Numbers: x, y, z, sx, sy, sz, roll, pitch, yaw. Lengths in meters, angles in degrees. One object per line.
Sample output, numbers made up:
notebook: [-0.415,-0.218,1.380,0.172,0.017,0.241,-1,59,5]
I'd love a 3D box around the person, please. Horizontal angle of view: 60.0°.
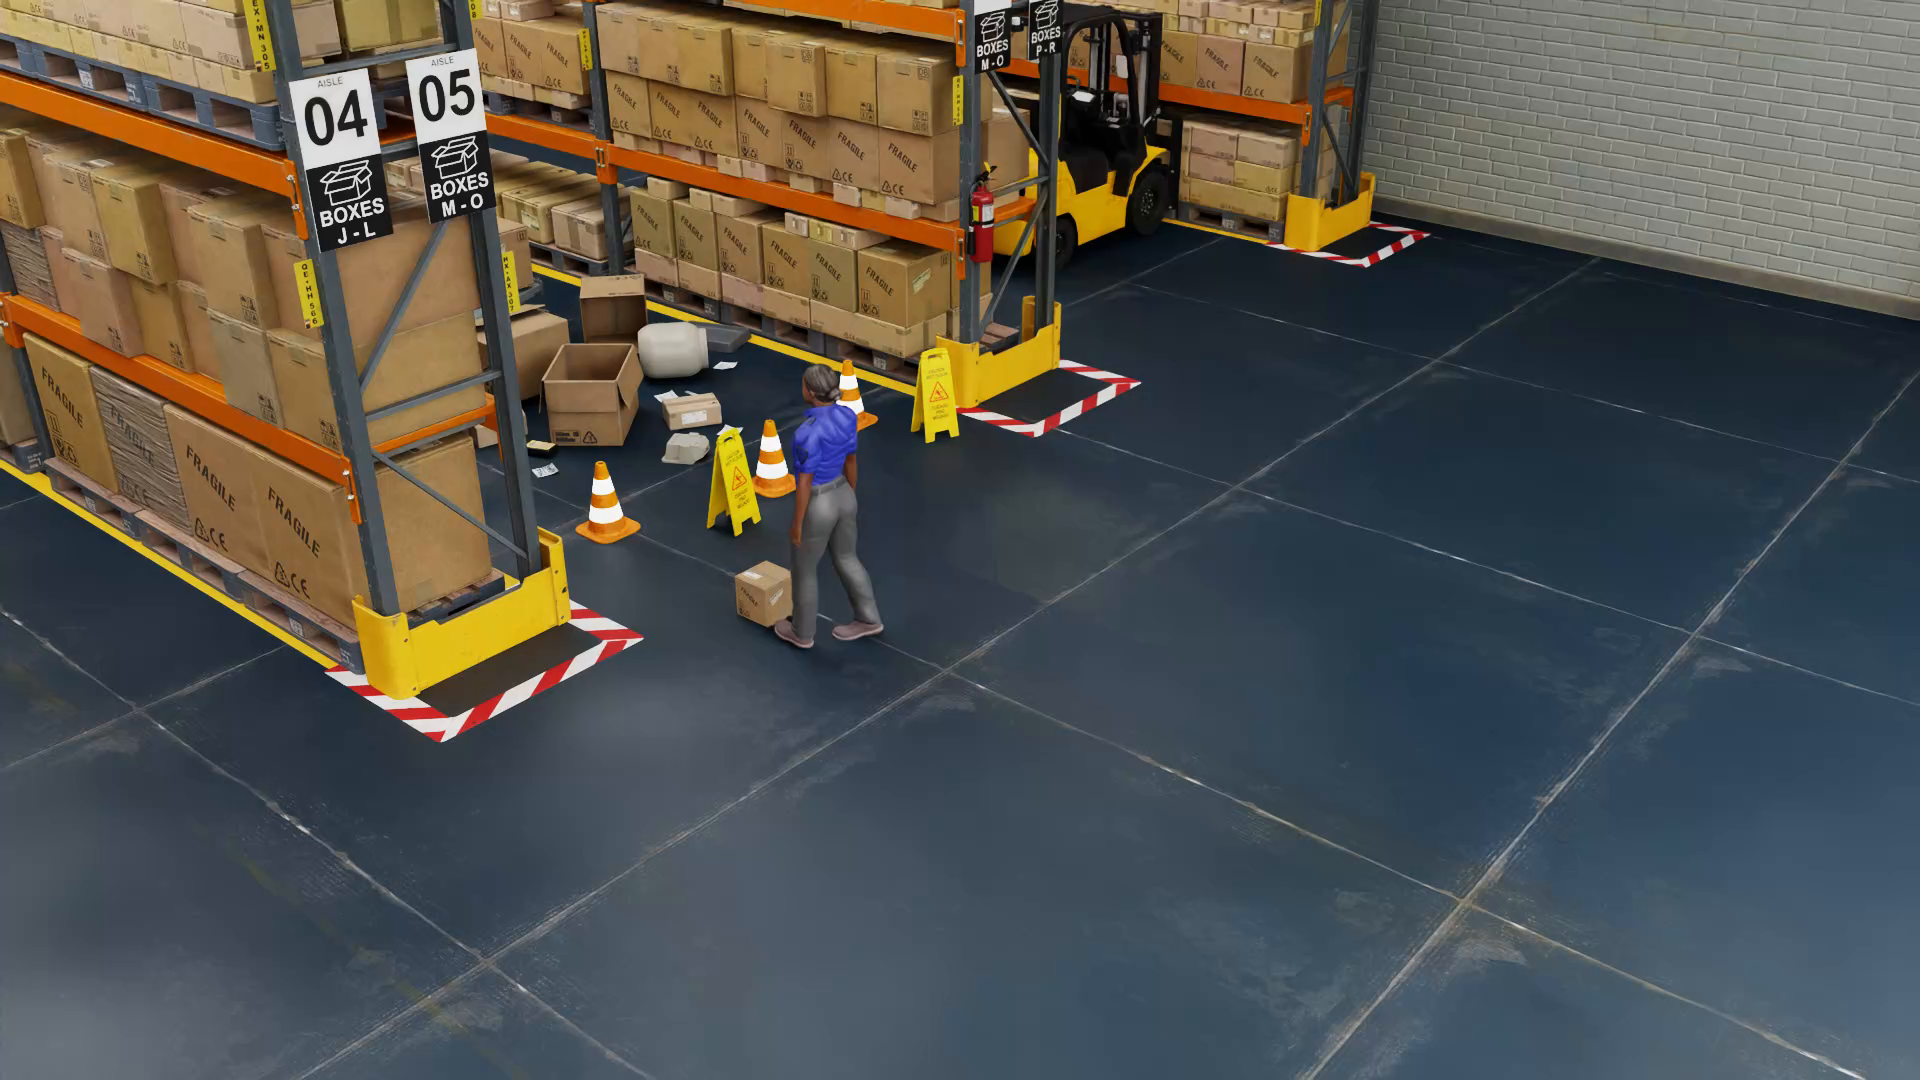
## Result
person: [-0.760,-0.089,9.023,0.541,1.461,0.453,17,32,30]
